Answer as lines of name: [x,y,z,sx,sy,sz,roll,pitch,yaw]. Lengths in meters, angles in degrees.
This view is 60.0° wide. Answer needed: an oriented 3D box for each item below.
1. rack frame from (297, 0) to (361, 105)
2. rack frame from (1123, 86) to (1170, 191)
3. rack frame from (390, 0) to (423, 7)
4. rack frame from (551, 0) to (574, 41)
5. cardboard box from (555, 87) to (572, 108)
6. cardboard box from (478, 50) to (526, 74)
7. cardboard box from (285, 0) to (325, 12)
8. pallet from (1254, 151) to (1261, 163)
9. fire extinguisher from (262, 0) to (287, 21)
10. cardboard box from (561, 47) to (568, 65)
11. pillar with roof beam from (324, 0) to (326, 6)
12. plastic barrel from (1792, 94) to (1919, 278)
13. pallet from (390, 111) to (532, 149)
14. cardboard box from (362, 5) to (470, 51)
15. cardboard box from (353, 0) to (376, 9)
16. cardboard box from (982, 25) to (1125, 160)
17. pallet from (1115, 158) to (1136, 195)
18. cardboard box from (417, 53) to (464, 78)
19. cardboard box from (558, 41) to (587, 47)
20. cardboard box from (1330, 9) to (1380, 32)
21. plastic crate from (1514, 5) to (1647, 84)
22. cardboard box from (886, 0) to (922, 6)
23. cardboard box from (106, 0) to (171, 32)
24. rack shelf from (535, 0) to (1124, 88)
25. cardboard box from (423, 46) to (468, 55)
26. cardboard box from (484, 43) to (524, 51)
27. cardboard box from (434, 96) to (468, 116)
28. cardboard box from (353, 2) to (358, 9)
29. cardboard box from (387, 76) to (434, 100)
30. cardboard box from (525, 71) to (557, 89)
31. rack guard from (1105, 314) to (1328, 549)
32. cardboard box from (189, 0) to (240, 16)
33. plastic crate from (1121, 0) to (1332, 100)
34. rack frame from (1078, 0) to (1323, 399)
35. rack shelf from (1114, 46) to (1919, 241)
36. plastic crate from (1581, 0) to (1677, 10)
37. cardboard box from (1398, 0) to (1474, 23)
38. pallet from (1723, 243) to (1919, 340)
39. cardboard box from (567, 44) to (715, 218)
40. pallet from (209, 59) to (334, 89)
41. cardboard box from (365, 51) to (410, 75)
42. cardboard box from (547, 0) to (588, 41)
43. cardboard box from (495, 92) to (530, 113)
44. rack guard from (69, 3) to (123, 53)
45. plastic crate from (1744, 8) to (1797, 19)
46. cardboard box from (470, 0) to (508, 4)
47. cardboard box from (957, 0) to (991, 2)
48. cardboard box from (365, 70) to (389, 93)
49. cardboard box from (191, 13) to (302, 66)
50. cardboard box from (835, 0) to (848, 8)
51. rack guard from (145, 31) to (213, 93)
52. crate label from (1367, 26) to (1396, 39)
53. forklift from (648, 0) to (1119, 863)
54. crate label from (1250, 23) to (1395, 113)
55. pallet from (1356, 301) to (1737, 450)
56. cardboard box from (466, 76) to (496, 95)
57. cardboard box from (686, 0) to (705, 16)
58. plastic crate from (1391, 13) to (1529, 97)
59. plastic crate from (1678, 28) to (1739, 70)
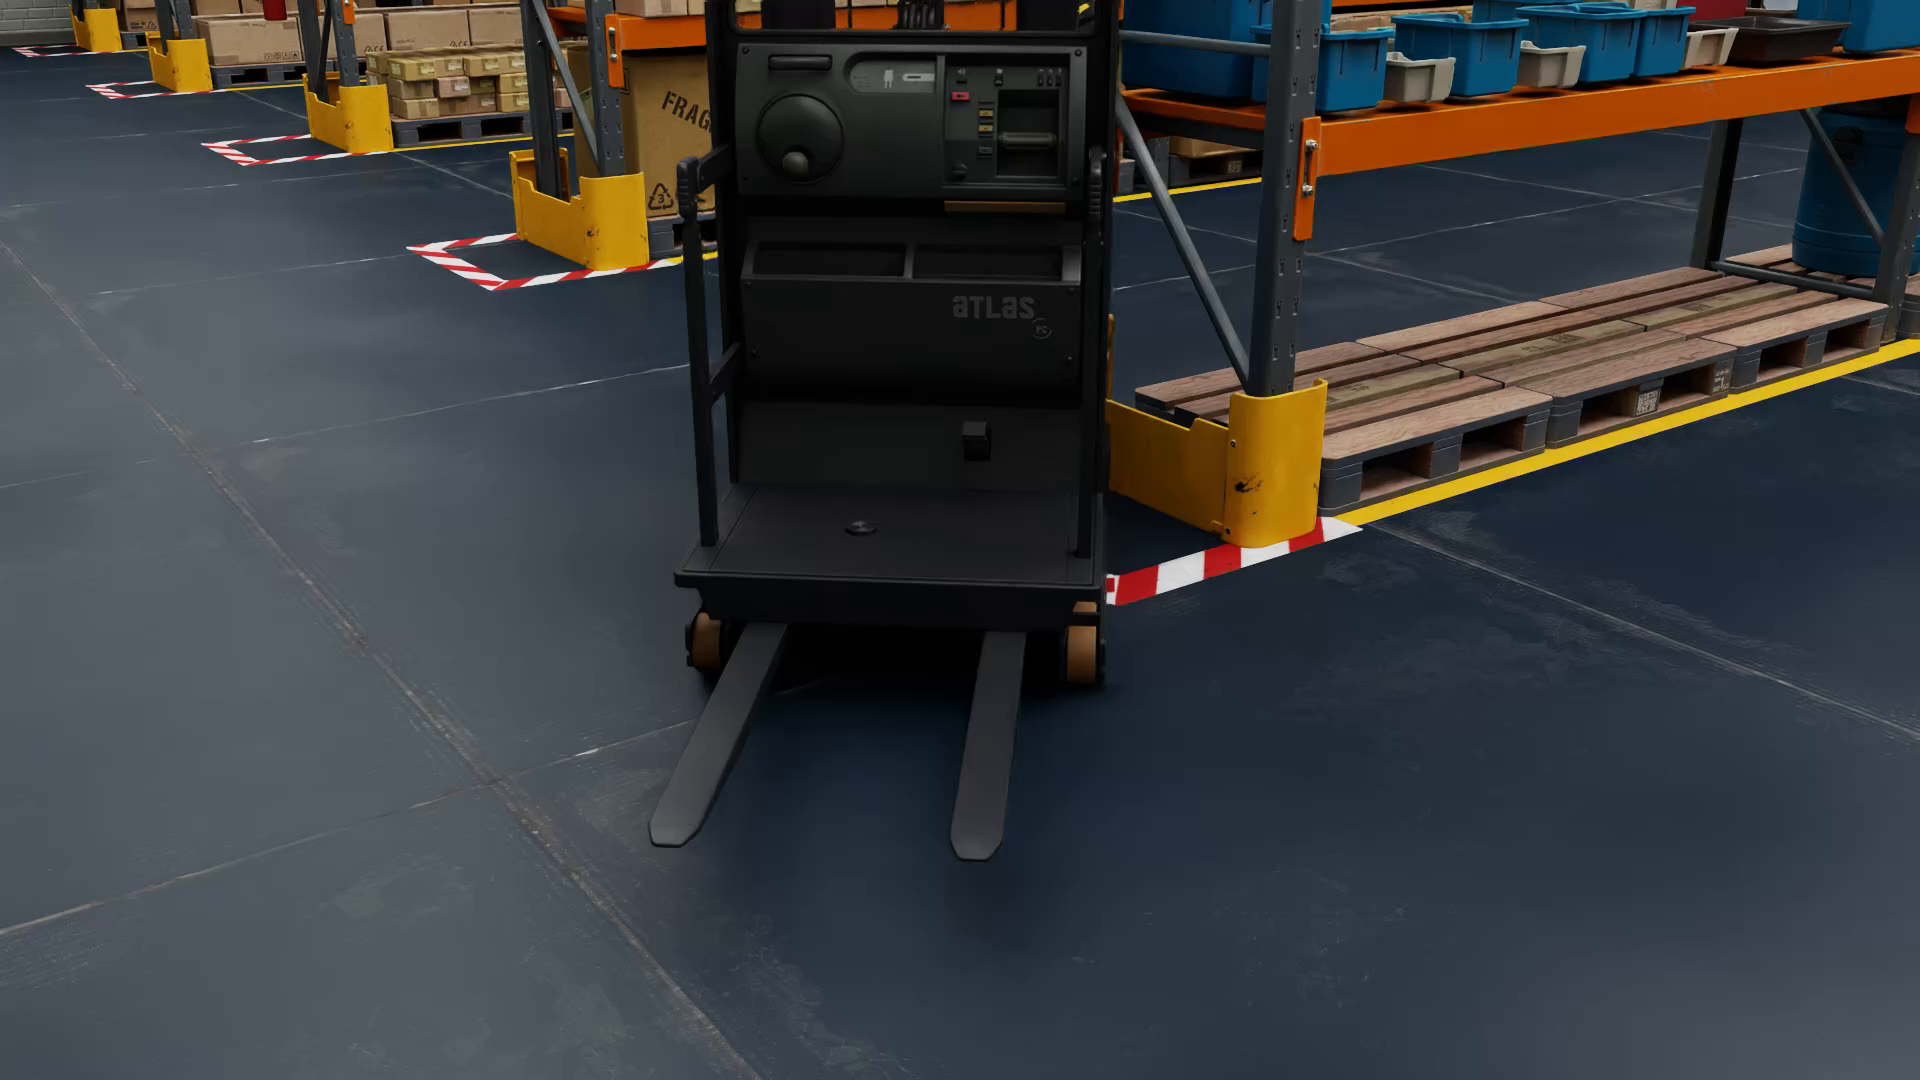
rack frame: [-4.976,-4.582,12.831,0.127,3.000,1.000,-15,26,-33]
rack frame: [1.086,-3.934,11.207,0.127,3.000,1.000,-15,26,-33]
rack frame: [-7.604,-8.408,22.419,0.127,3.000,1.000,-15,26,-33]
rack frame: [-4.702,-6.915,18.678,0.127,3.000,1.000,-15,26,-33]
cardboard box: [-3.325,-3.741,14.004,0.250,0.149,0.380,-16,27,-35]
cardboard box: [-3.766,-3.931,13.677,0.250,0.149,0.380,-16,27,-35]
cardboard box: [-8.740,-7.078,21.892,0.500,0.500,0.700,-16,27,-35]
pallet: [2.659,-3.094,12.865,1.213,0.211,1.003,-15,26,-33]
fire extinguisher: [-5.450,-4.457,13.126,0.183,0.674,0.296,-15,26,-33]
cardboard box: [-3.295,-4.031,13.929,0.250,0.149,0.380,-14,26,-32]
pillar with roof beam: [-6.181,-10.019,18.363,0.400,9.000,9.100,-15,26,-33]
plastic barrel: [4.430,-1.777,8.066,0.708,0.901,0.600,-15,26,-33]
pallet: [-4.234,-3.468,13.803,1.213,0.211,1.003,-15,26,-33]
cardboard box: [-6.000,-5.622,18.330,0.875,0.438,0.875,-16,27,-34]
cardboard box: [-8.278,-7.282,22.659,0.500,0.311,0.500,-14,26,-31]
cardboard box: [0.503,-3.023,11.225,0.875,0.875,0.875,-15,26,-33]
pallet: [0.423,-2.497,11.370,1.213,0.211,1.003,-15,26,-33]
cardboard box: [-4.199,-3.836,13.440,0.250,0.149,0.380,-14,26,-32]
cardboard box: [-3.413,-4.252,14.482,0.250,0.149,0.380,-15,26,-33]
cardboard box: [2.319,-3.480,12.370,0.875,0.875,1.225,-16,27,-35]
plastic crate: [2.193,-1.767,5.923,0.300,0.233,0.416,-15,26,-33]
cardboard box: [-0.432,-3.262,9.863,0.250,0.149,0.380,-16,27,-34]
cardboard box: [-10.299,-6.681,20.894,0.637,0.503,0.797,-16,27,-35]
rack shelf: [-0.538,-3.167,10.255,4.000,0.370,1.077,-15,26,-33]
cardboard box: [-4.321,-4.051,13.979,0.250,0.149,0.380,-16,27,-34]
cardboard box: [-3.888,-4.163,14.260,0.250,0.149,0.380,-14,26,-31]
cardboard box: [-4.199,-3.551,13.529,0.250,0.149,0.380,-15,26,-33]
cardboard box: [-8.174,-7.046,22.130,0.258,0.266,0.396,-14,26,-31]
cardboard box: [-4.401,-3.627,13.318,0.250,0.149,0.380,-14,26,-31]
cardboard box: [-3.567,-3.858,13.896,0.250,0.149,0.380,-16,27,-35]
rack guard: [0.720,-0.408,5.743,0.348,0.500,1.175,-15,26,-33]
cardboard box: [-9.582,-6.853,21.329,0.500,0.500,0.700,-14,26,-31]
plastic crate: [0.894,-1.751,5.608,0.499,0.435,0.616,-15,26,-33]
rack frame: [0.731,-1.578,5.303,0.127,3.000,1.000,-15,26,-33]
rack shelf: [2.355,-1.677,6.521,4.000,0.370,1.077,-15,26,-33]
plastic crate: [2.631,-2.141,6.794,0.530,0.282,0.437,-15,26,-33]
cardboard box: [3.760,-3.865,13.334,0.875,0.875,1.225,-16,27,-35]
pallet: [4.629,-1.303,8.377,1.213,0.211,1.003,-15,26,-33]
cardboard box: [-1.688,-2.439,9.761,0.875,0.875,0.875,-15,26,-33]
pallet: [-7.345,-4.951,17.518,1.213,0.211,1.003,-15,26,-33]
cardboard box: [-4.694,-3.920,13.650,0.250,0.149,0.380,-15,26,-32]
cardboard box: [-4.245,-6.281,19.391,0.875,0.875,0.875,-14,26,-31]
cardboard box: [-3.730,-3.629,13.724,0.250,0.149,0.380,-15,26,-32]
rack guard: [-10.789,-6.397,20.753,0.348,0.500,1.175,-15,26,-33]
plastic crate: [3.517,-2.291,7.366,0.243,0.136,0.396,-15,26,-33]
cardboard box: [-6.653,-7.597,23.193,0.500,0.500,0.500,-15,26,-34]
cardboard box: [-0.013,-3.374,10.144,0.250,0.149,0.380,-15,26,-34]
cardboard box: [-4.714,-3.791,13.728,0.250,0.149,0.380,-16,27,-34]
cardboard box: [-7.471,-5.227,17.339,0.875,0.438,0.875,-16,27,-35]
cardboard box: [-0.847,-3.152,9.586,0.250,0.149,0.380,-16,27,-34]
rack guard: [-7.968,-4.883,16.959,0.348,0.500,1.175,-15,26,-33]
crate label: [1.743,-1.840,6.235,0.243,0.136,0.396,-15,26,-33]
forklift: [-0.148,-1.101,4.201,1.130,2.935,3.031,2,22,5]
crate label: [1.124,-1.482,5.209,0.303,0.233,0.416,-15,26,-33]
pallet: [2.413,-0.712,6.896,1.213,0.211,1.003,-15,26,-33]
cardboard box: [-3.998,-3.749,13.623,0.250,0.149,0.380,-15,26,-32]
cardboard box: [-1.473,-2.985,9.168,0.250,0.149,0.380,-15,26,-34]
plastic crate: [1.659,-1.625,5.566,0.300,0.233,0.416,-15,26,-33]
plastic crate: [2.740,-1.882,6.339,0.466,0.136,0.293,-15,26,-33]
